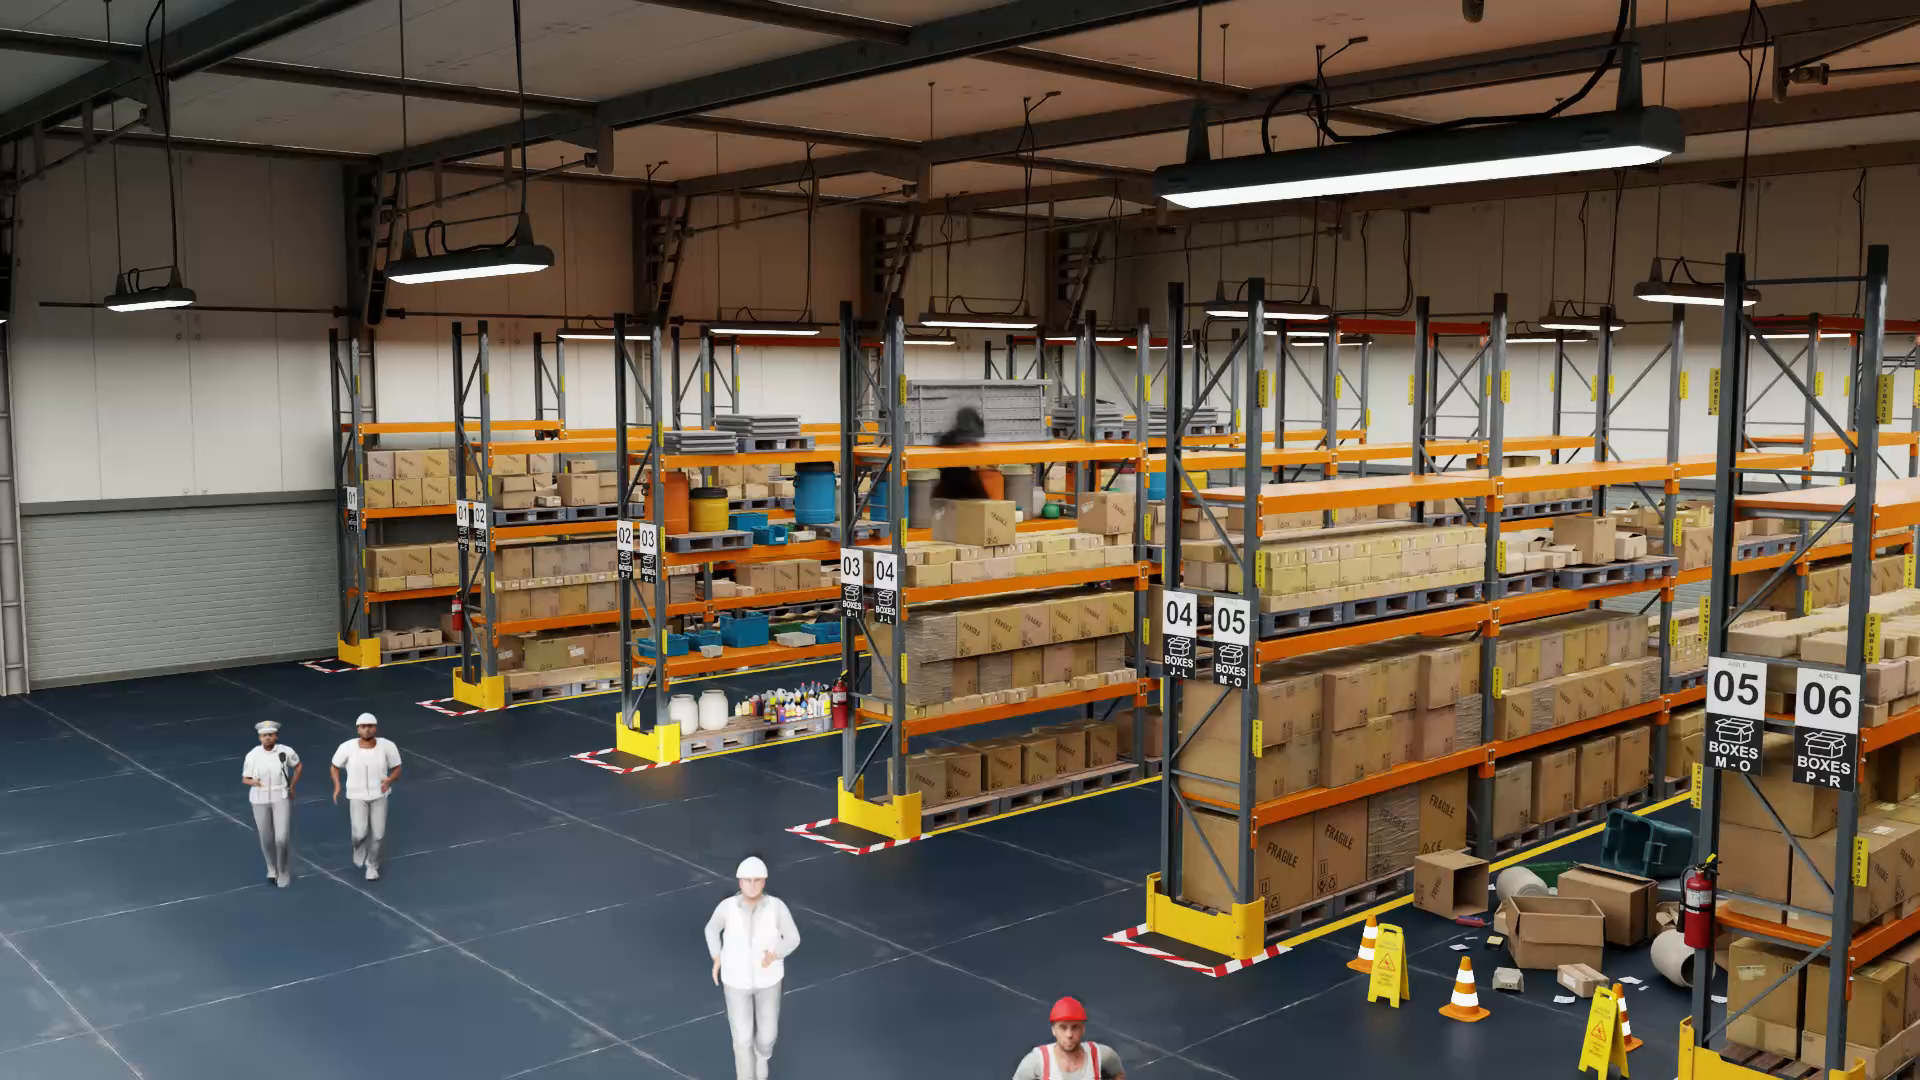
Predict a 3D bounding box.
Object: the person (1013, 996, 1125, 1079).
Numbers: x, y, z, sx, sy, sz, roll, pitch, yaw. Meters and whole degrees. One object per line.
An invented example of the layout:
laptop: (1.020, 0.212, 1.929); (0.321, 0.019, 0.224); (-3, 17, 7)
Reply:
person: (0.588, 3.361, 9.060); (0.656, 1.786, 0.987); (0, 6, 0)

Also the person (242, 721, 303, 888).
person: (-6.949, 2.676, 16.812); (0.558, 1.723, 0.667); (-2, 6, -18)

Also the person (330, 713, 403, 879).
person: (-6.060, 2.628, 17.024); (0.698, 1.718, 0.576); (-2, 6, -21)

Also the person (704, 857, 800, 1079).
person: (-1.465, 3.110, 11.779); (0.671, 1.761, 0.844); (-1, 6, -9)
